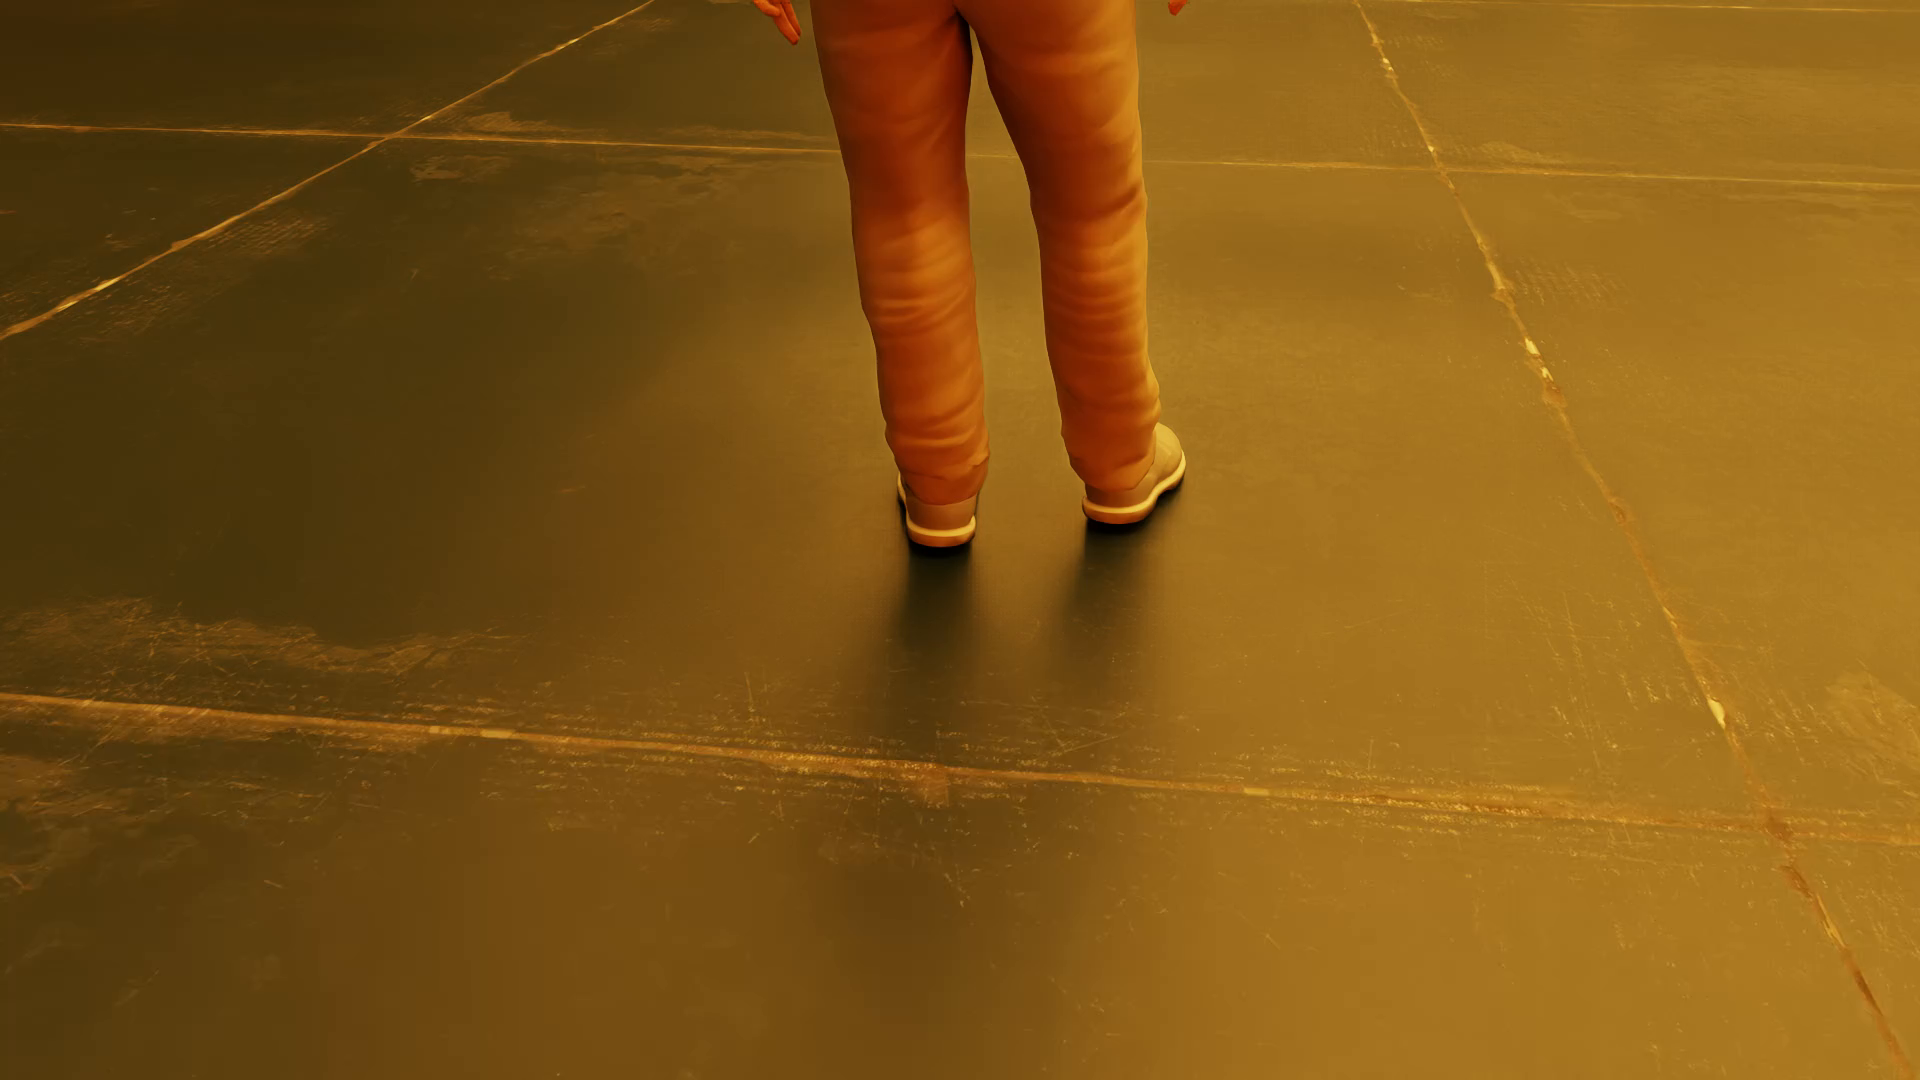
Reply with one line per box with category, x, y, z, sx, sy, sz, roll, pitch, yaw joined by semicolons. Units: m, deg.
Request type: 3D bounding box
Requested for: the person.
person;0.024;-0.819;2.189;0.640;1.727;0.551;3;27;7
